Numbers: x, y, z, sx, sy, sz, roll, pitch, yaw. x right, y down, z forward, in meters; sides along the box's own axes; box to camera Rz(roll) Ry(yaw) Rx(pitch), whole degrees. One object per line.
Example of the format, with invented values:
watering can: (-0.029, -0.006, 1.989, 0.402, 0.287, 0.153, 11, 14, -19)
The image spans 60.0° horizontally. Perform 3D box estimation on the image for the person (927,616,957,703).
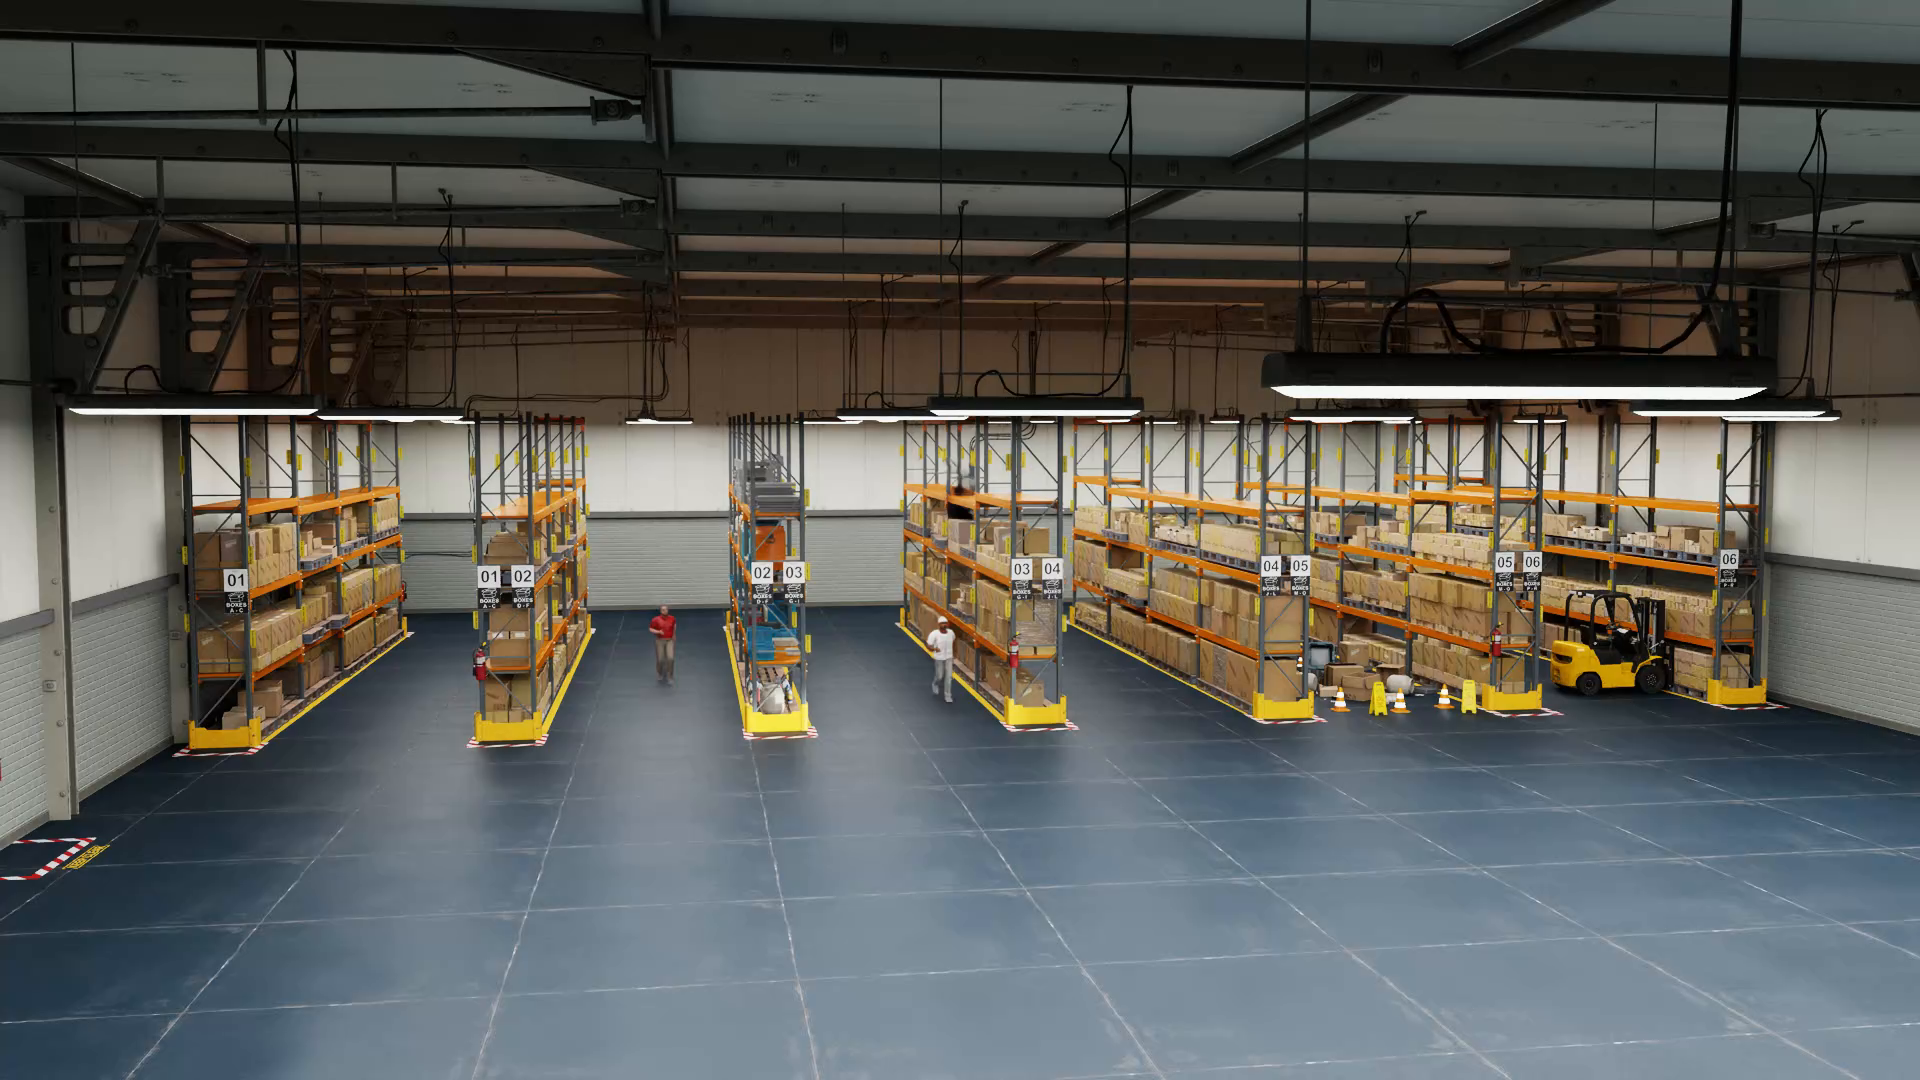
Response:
person: (-0.355, 2.473, 34.712, 0.700, 1.762, 0.957, -1, 4, -18)

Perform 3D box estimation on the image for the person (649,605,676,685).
person: (-6.630, 2.344, 37.188, 0.643, 1.788, 0.825, -1, 4, -21)

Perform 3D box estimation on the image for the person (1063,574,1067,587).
person: (2.797, 1.495, 49.324, 0.877, 1.736, 0.720, -3, 5, -34)

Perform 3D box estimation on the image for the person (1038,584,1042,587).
person: (2.311, 1.788, 46.546, 0.555, 1.552, 0.600, 0, 4, 0)
